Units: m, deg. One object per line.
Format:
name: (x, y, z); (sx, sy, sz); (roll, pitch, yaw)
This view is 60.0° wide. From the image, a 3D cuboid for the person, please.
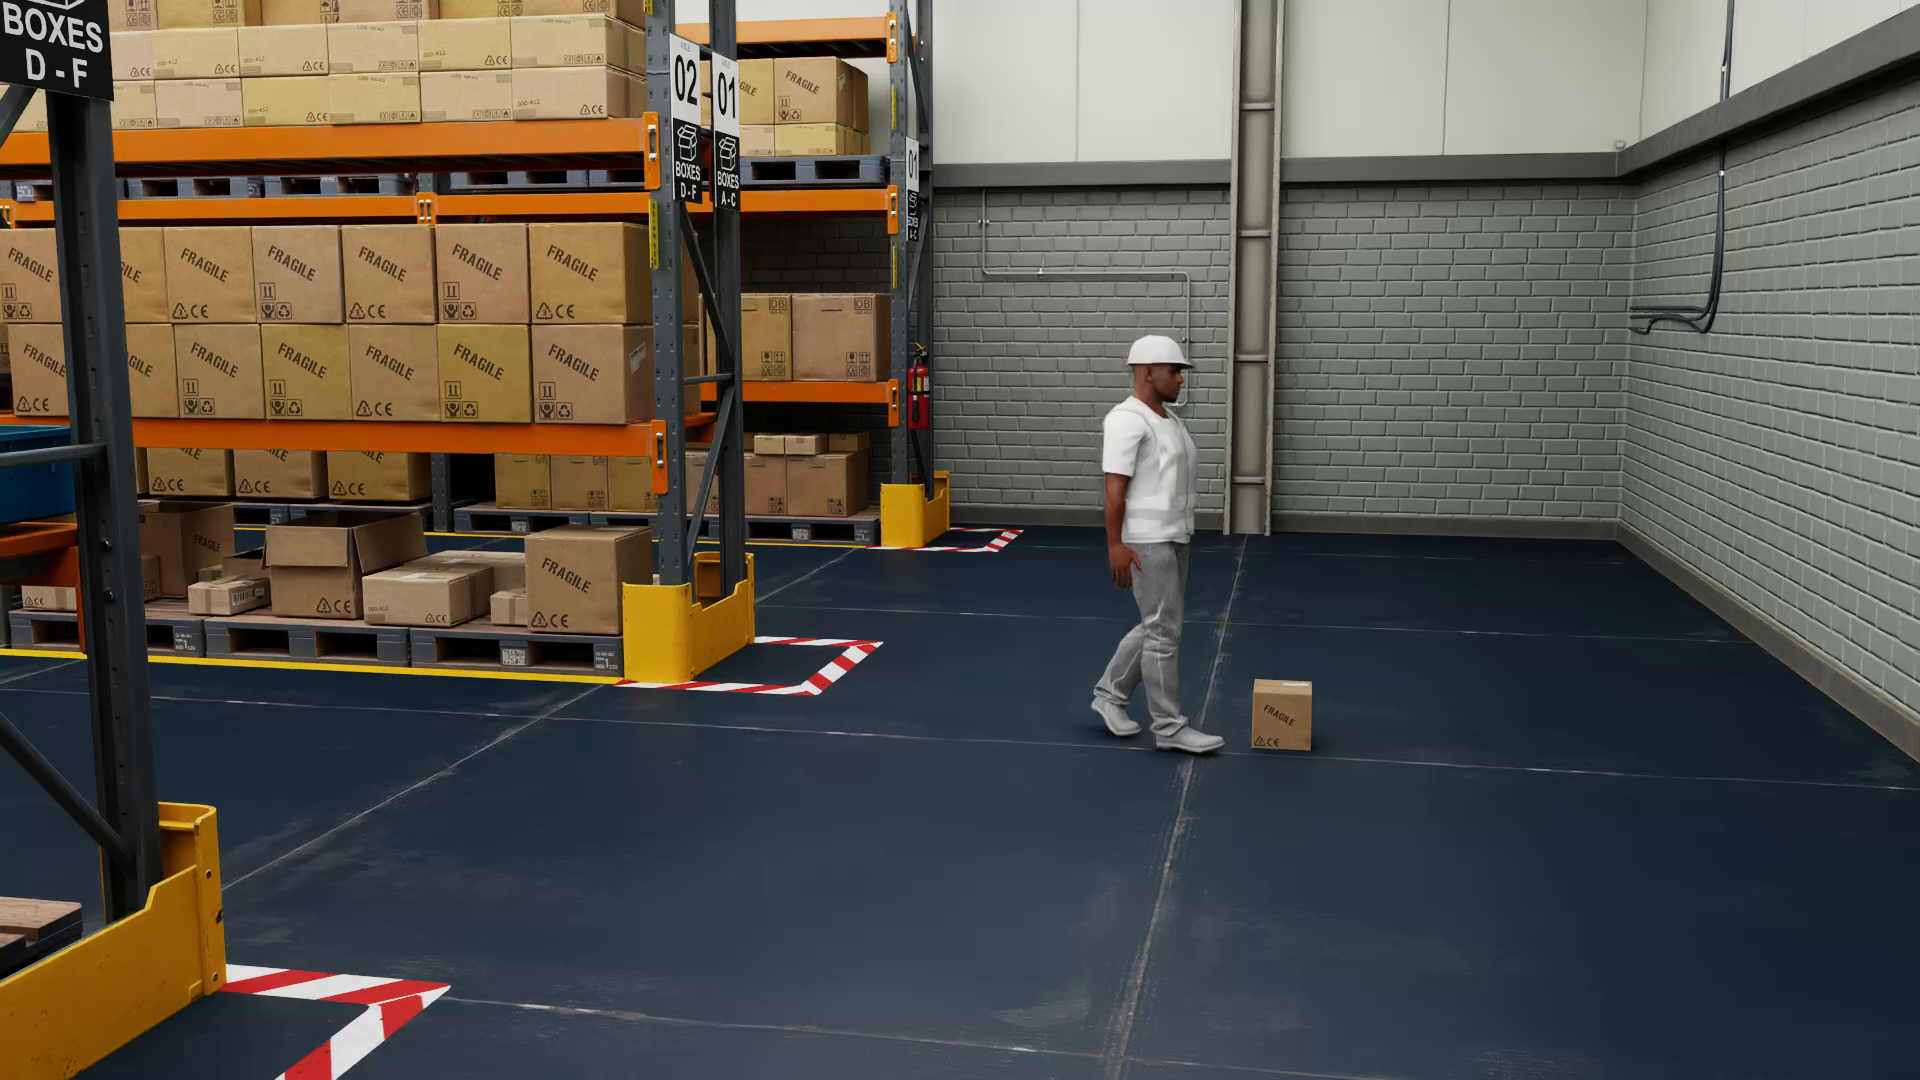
person: (0.849, 0.008, 7.147); (0.693, 1.762, 0.606); (4, 9, 27)
